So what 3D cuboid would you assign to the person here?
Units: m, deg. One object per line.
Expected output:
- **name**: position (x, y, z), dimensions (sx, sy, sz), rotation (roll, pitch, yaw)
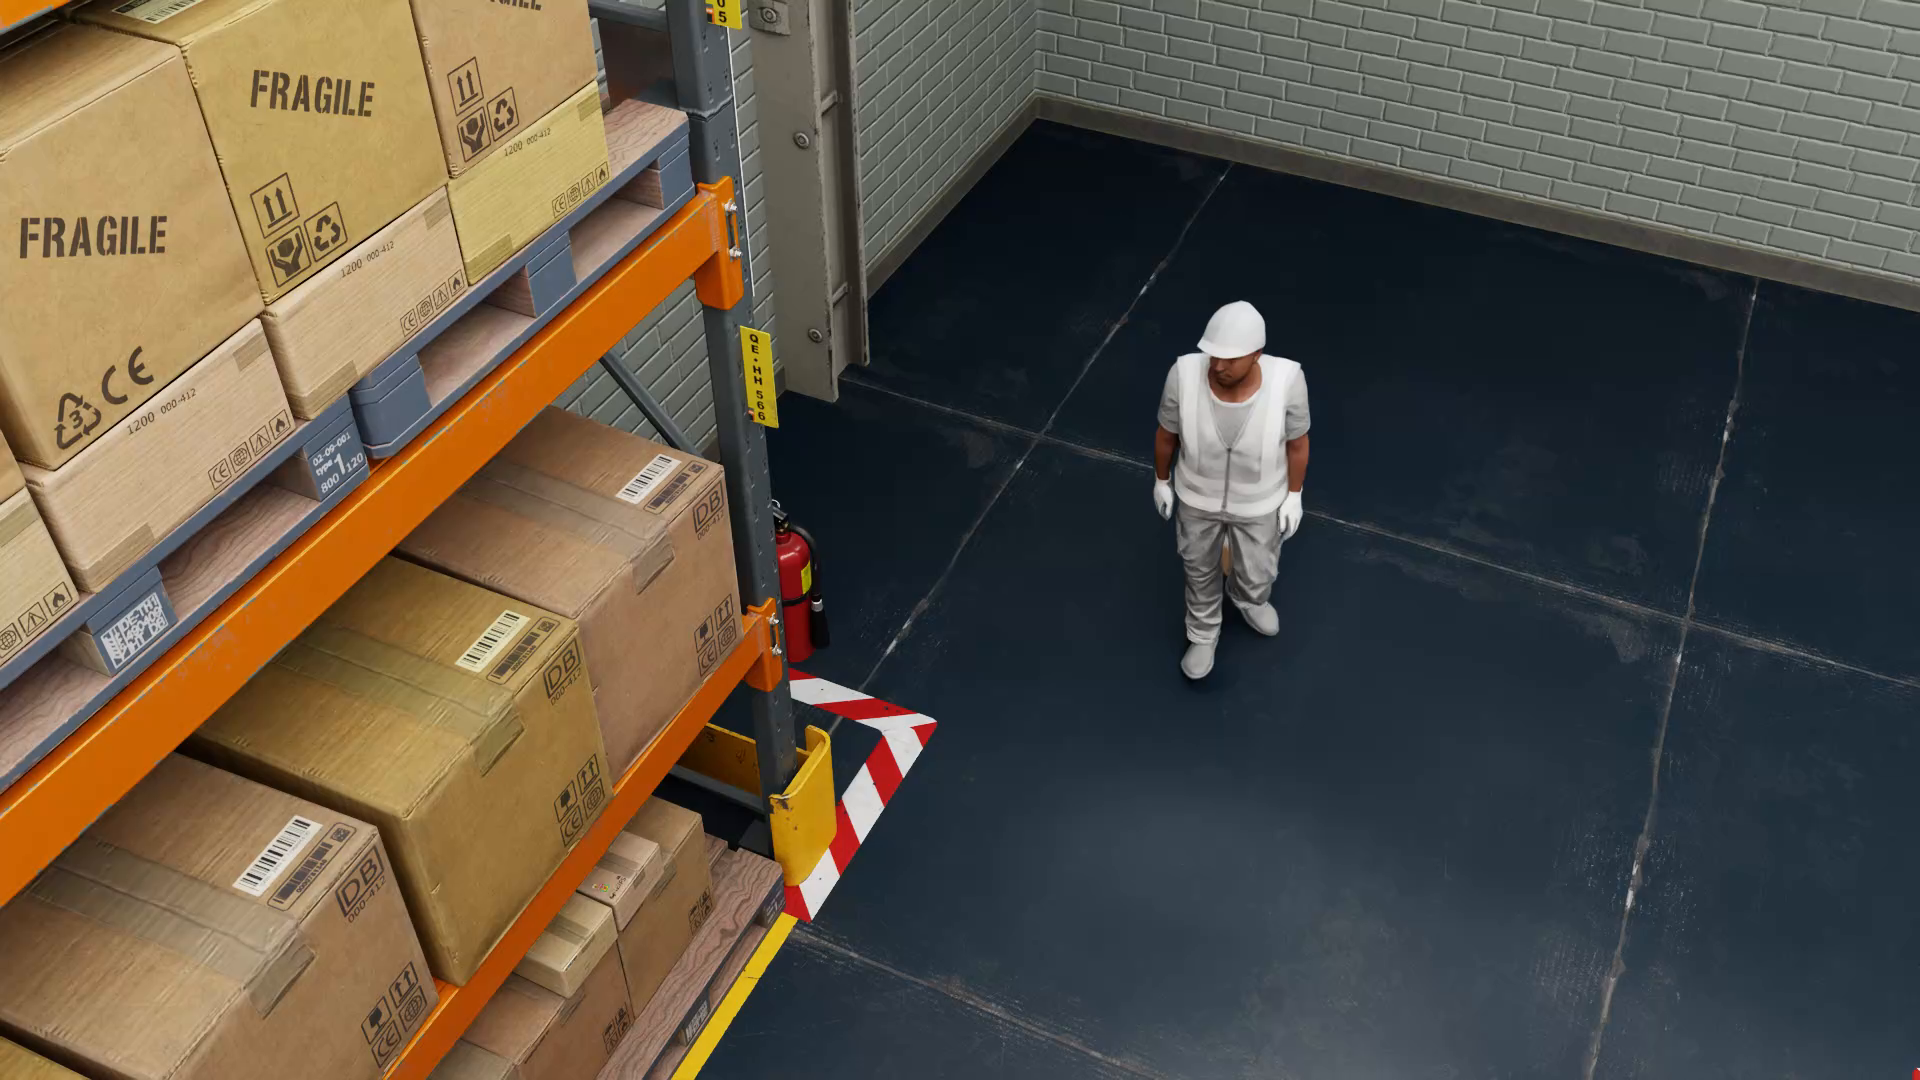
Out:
- **person**: position (1.025, -0.204, 6.360), dimensions (0.586, 1.780, 0.555), rotation (10, 43, 11)
